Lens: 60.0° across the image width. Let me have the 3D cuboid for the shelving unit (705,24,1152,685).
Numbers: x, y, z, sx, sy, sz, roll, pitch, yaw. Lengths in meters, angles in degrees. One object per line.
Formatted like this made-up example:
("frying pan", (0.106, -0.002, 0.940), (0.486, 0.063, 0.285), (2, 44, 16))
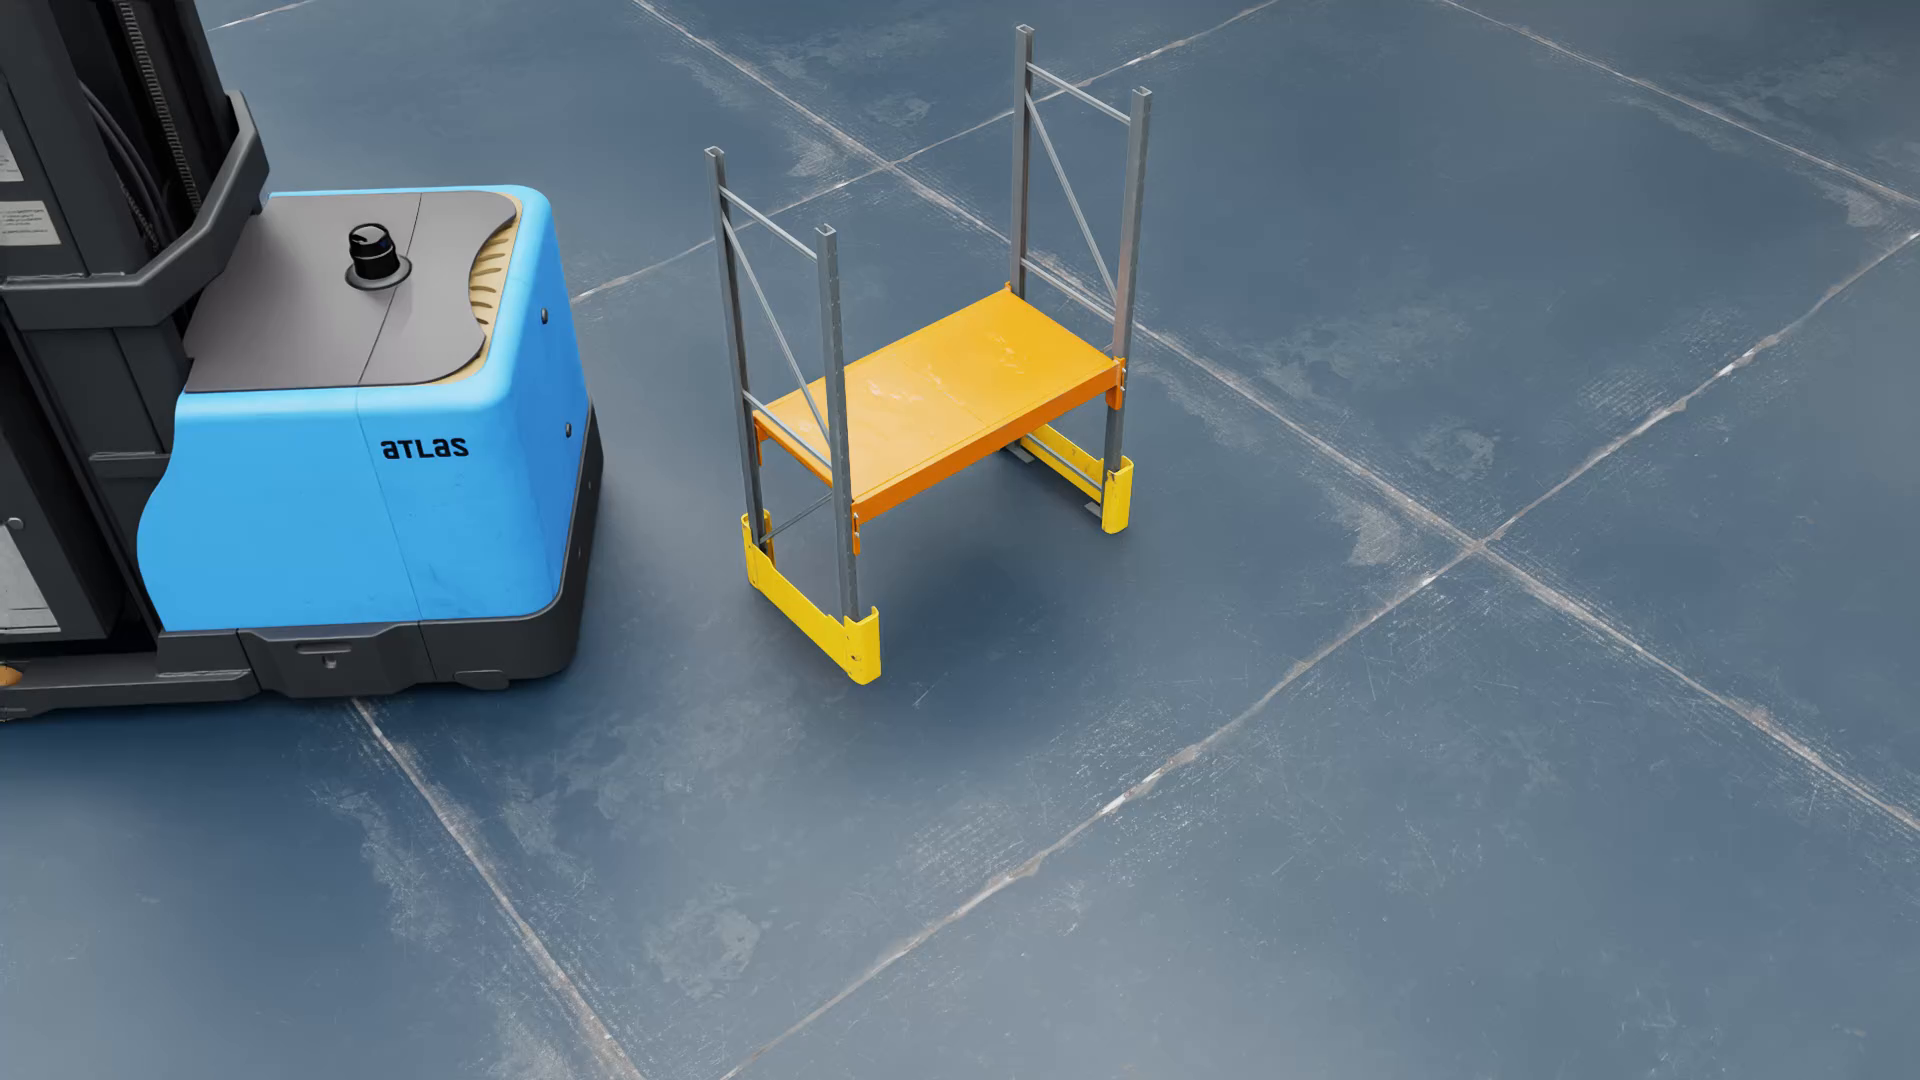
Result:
("shelving unit", (-0.058, -0.513, 4.701), (1.083, 1.500, 0.587), (-30, 51, -28))

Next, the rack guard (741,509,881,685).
("rack guard", (-0.440, 0.161, 4.896), (0.087, 0.250, 0.587), (-30, 51, -28))

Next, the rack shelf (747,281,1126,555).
("rack shelf", (-0.065, -0.378, 4.820), (1.000, 0.185, 0.538), (-30, 51, -28))

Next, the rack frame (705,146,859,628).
("rack frame", (-0.455, -0.286, 4.459), (0.032, 1.500, 0.500), (-30, 51, -28))

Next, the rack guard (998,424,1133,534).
("rack guard", (0.324, -0.276, 5.362), (0.087, 0.250, 0.587), (-30, 51, -28))

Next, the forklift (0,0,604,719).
("forklift", (-2.647, -0.923, 4.092), (3.031, 2.935, 1.130), (-2, 43, -3))

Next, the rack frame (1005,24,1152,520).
("rack frame", (0.324, -0.733, 4.934), (0.032, 1.500, 0.500), (-30, 51, -28))
